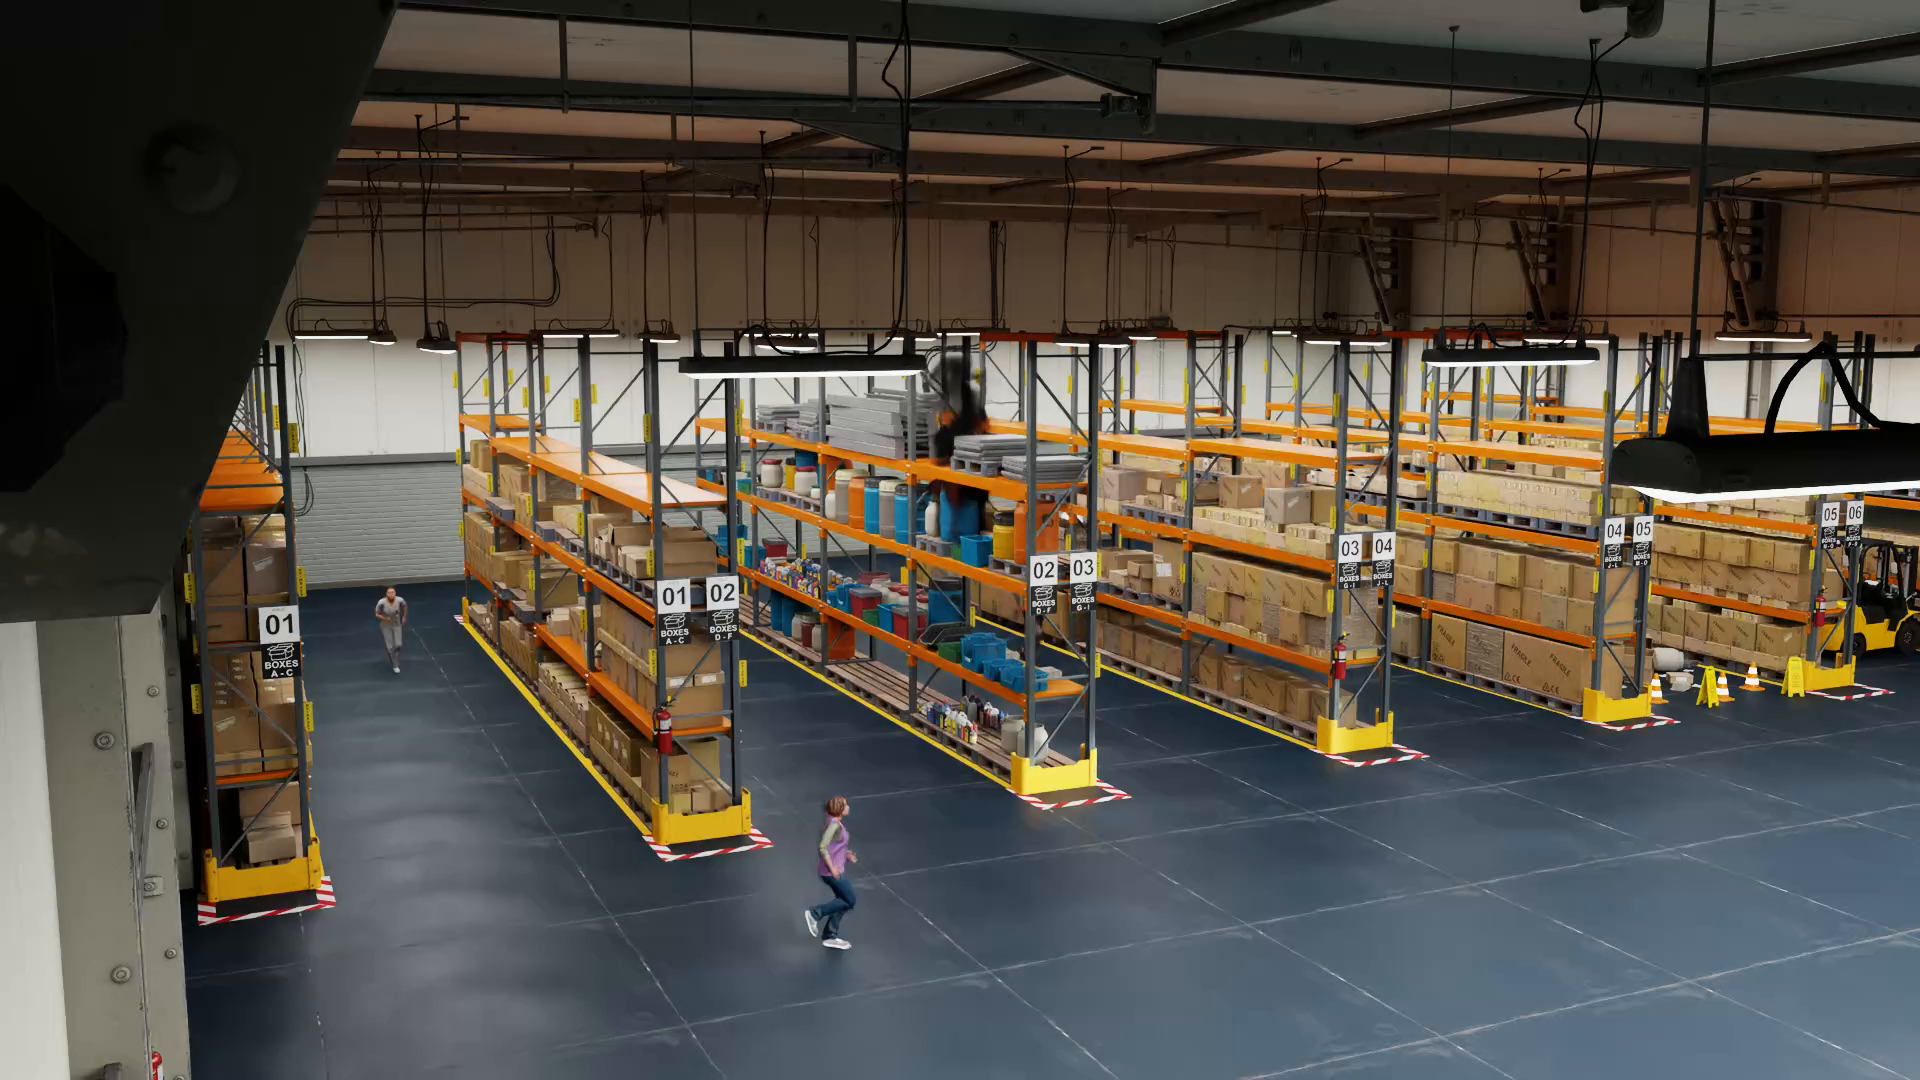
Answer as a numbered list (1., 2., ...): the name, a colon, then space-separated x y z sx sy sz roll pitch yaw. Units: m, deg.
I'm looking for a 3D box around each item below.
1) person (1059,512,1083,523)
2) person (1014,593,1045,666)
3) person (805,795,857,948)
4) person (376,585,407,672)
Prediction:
1. person: 2.607 -0.108 41.348 0.890 1.750 0.759 -4 9 -29
2. person: 1.340 1.434 30.181 0.647 1.694 0.925 -5 9 -30
3. person: -1.299 3.331 16.720 0.533 1.557 0.553 -1 8 -6
4. person: -10.098 1.577 29.582 0.554 1.593 0.687 -3 8 -23
